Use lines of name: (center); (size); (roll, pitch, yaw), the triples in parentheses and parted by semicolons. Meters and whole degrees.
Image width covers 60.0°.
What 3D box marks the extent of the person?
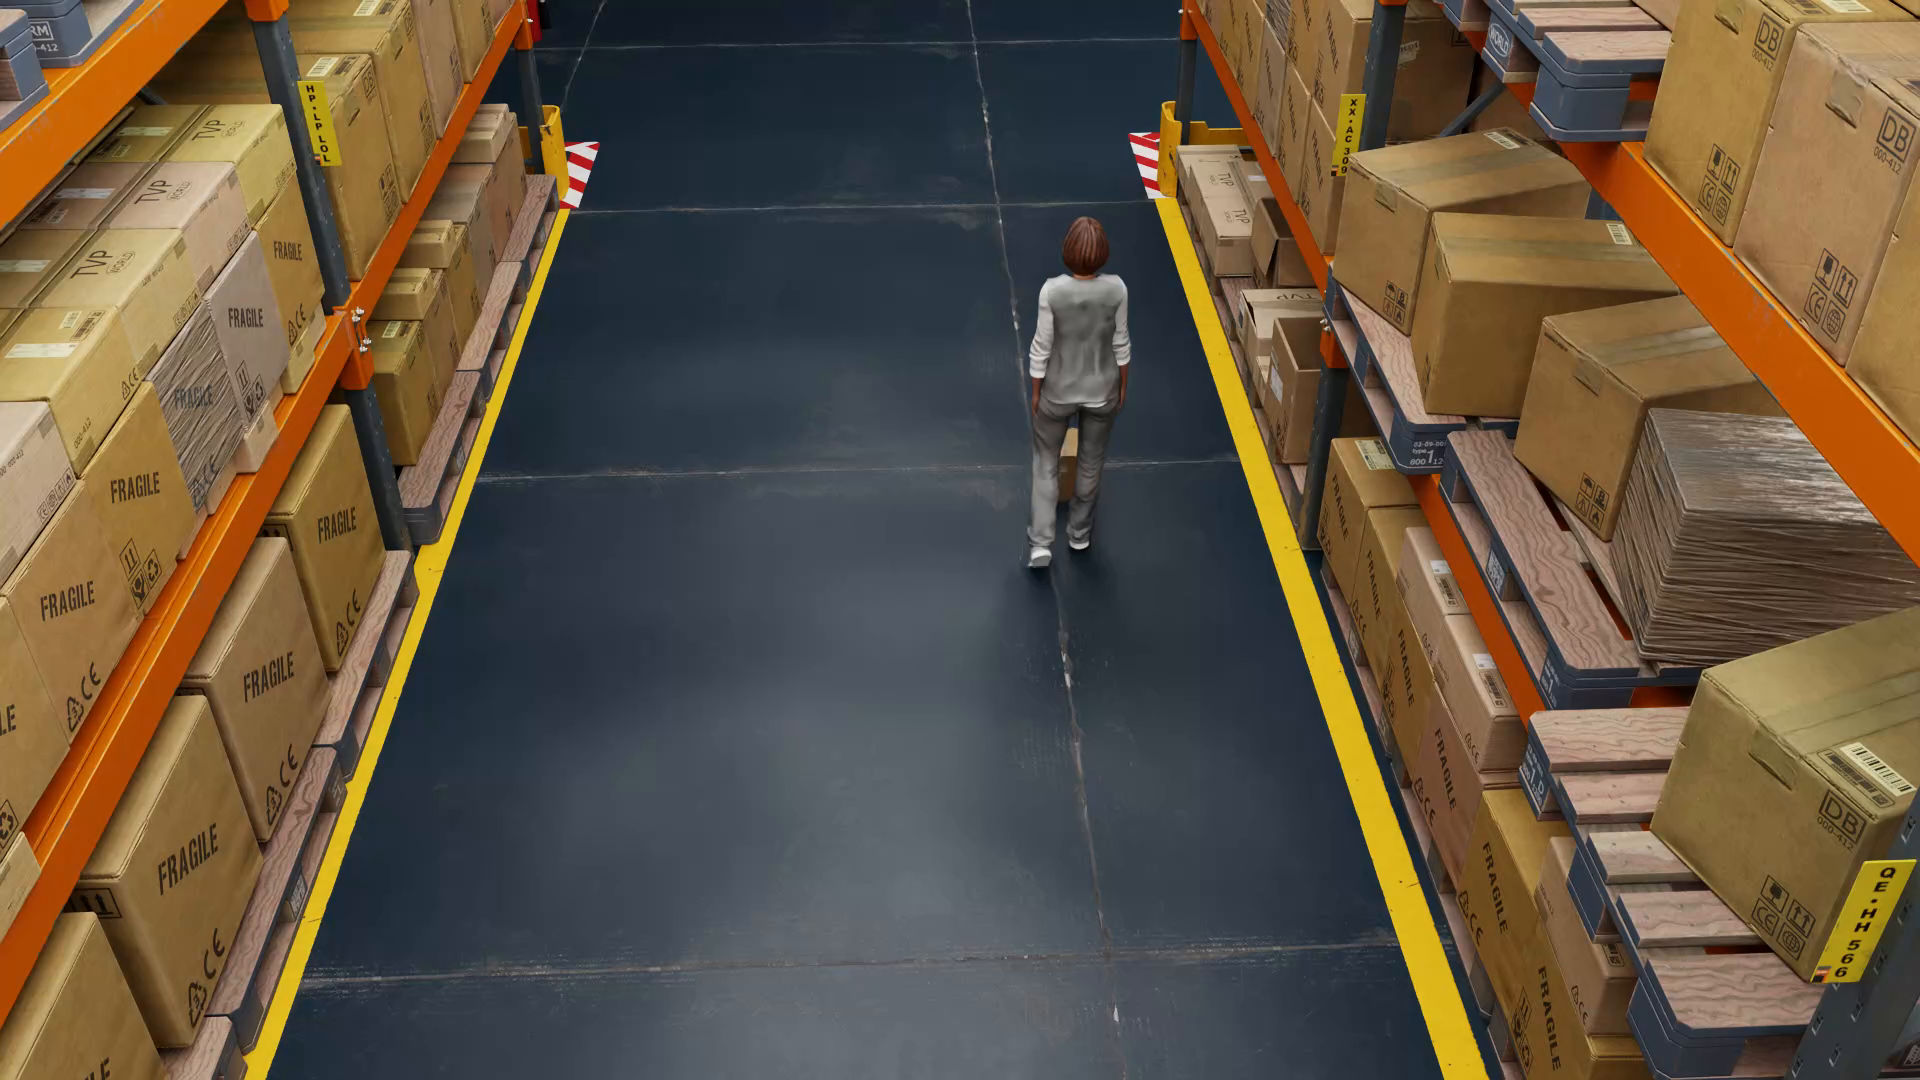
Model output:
person: (0.496, -0.597, 7.035); (0.424, 1.662, 0.432); (-1, 36, -2)
